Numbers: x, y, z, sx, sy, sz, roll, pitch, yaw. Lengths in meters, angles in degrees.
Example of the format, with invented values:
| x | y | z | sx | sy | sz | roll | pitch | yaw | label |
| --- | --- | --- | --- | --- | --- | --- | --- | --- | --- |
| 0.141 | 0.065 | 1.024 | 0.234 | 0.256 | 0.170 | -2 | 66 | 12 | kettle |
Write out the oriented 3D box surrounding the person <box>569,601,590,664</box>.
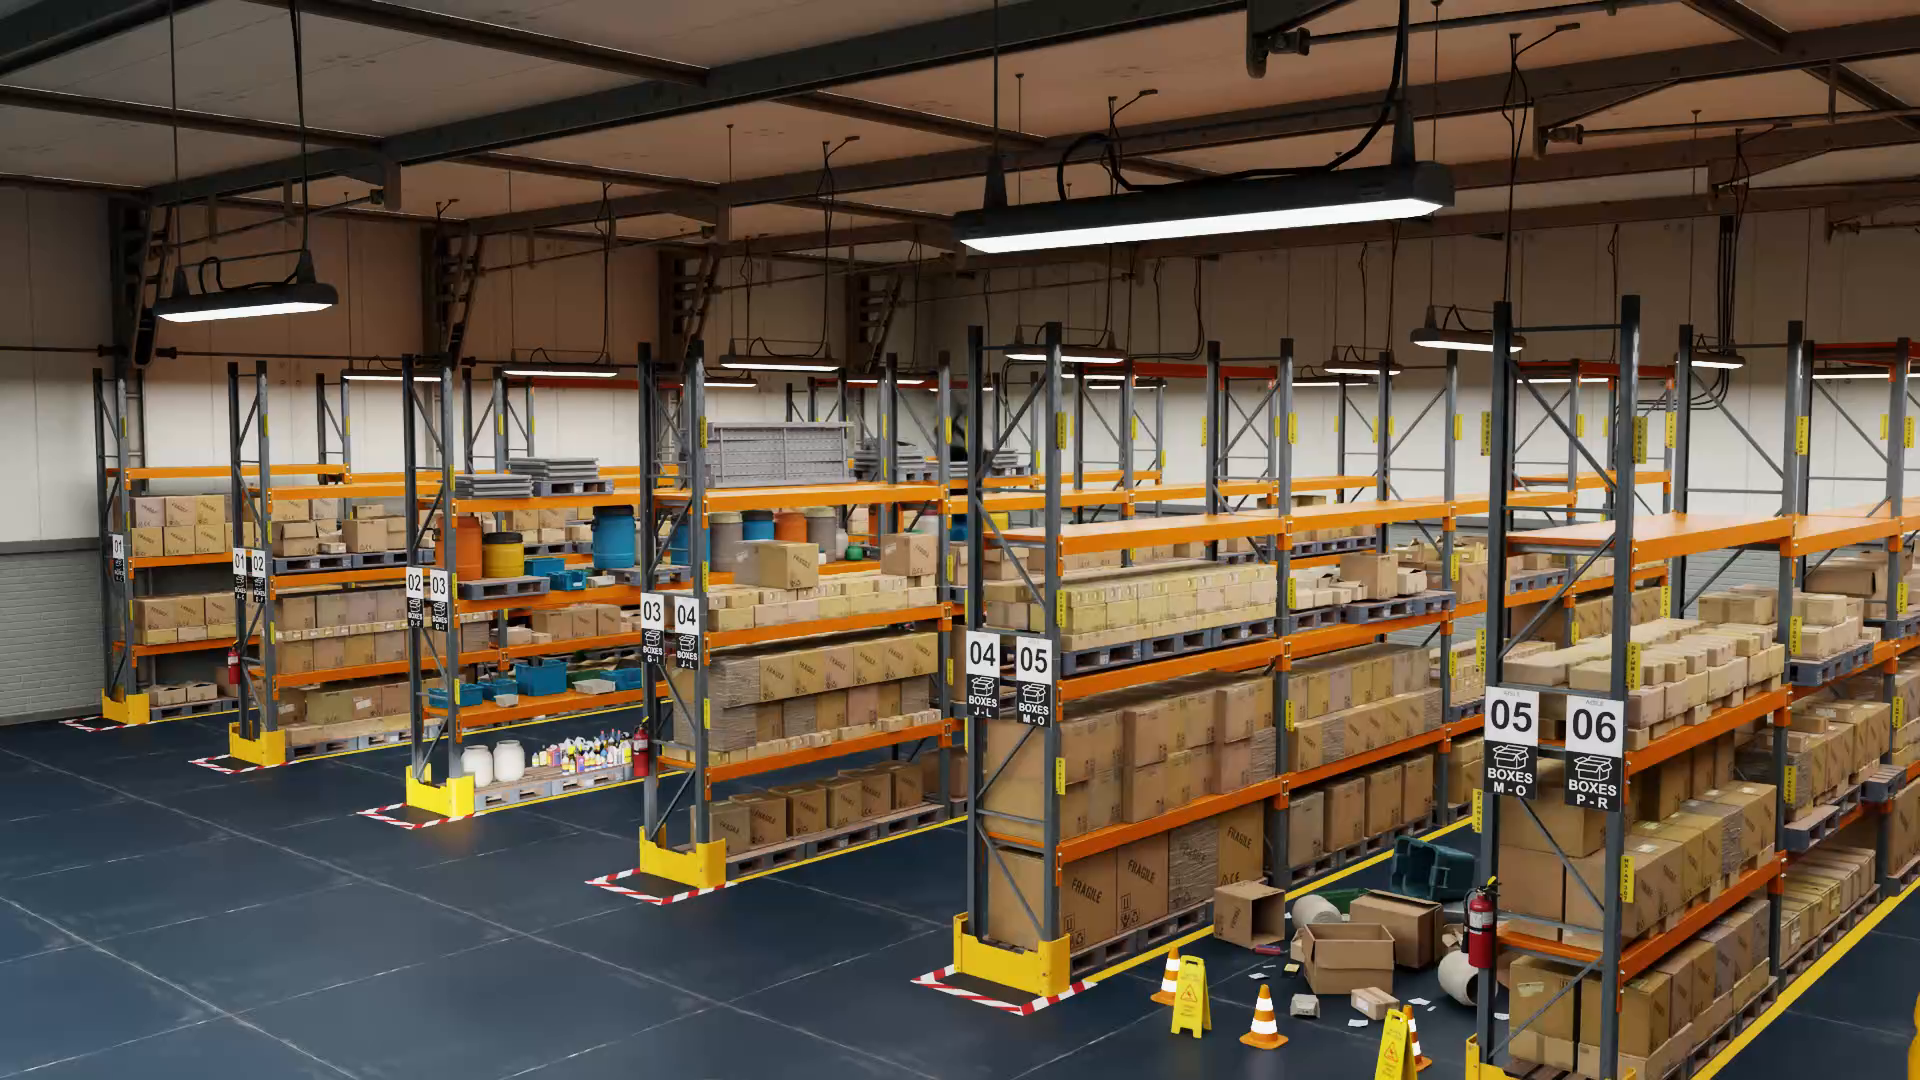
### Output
| x | y | z | sx | sy | sz | roll | pitch | yaw | label |
| --- | --- | --- | --- | --- | --- | --- | --- | --- | --- |
| -7.423 | 1.857 | 32.407 | 0.644 | 1.806 | 0.915 | 2 | 5 | 31 | person |
